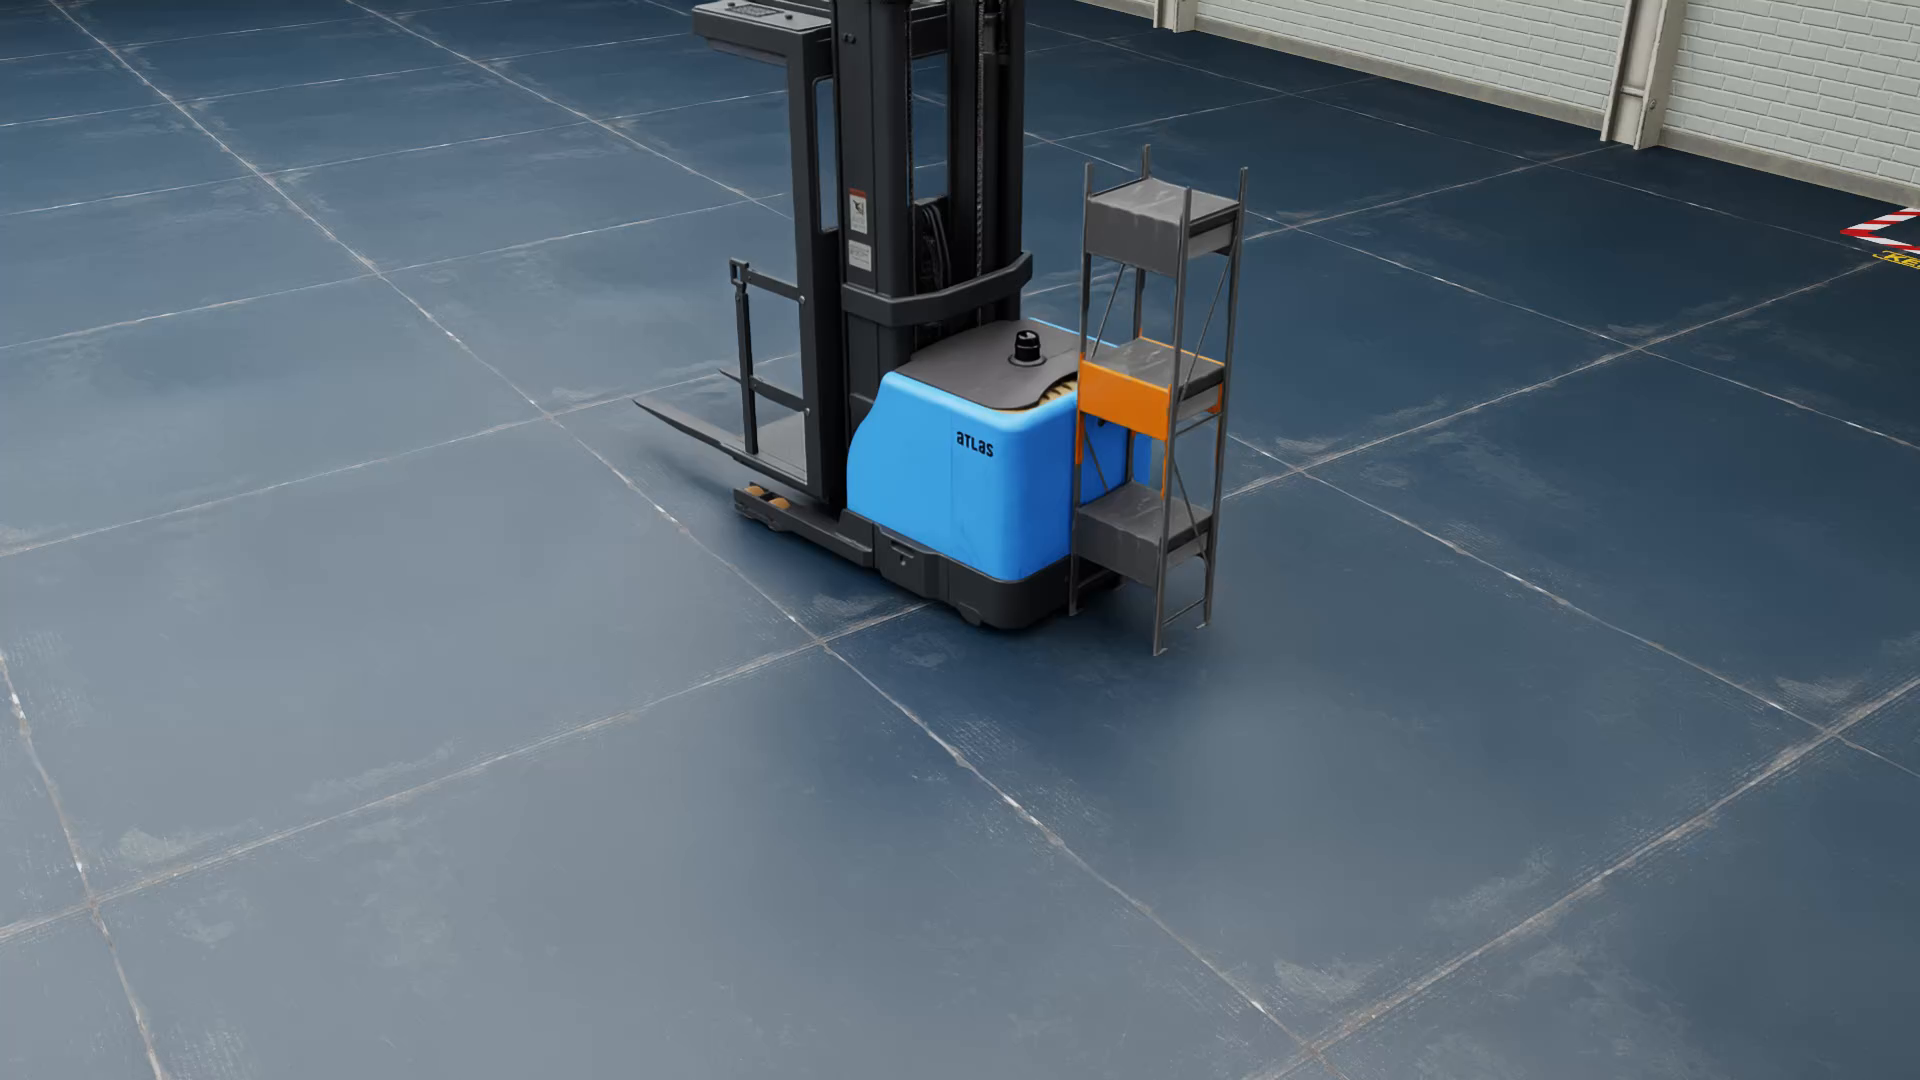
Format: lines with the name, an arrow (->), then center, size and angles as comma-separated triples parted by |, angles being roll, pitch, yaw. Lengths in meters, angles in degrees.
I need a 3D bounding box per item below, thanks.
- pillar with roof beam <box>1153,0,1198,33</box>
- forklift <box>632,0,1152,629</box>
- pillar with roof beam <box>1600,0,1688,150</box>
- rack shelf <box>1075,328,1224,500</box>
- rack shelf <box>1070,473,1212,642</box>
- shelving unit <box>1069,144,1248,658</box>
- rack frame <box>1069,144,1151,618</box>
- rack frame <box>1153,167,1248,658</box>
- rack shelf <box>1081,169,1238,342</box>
pillar with roof beam -> -1.050, -8.624, 14.701 | 9.100, 9.000, 0.400 | -19, 34, -31
forklift -> -0.503, -1.490, 7.922 | 3.031, 2.935, 1.130 | 25, 37, 38
pillar with roof beam -> 2.431, -6.292, 10.406 | 9.100, 9.000, 0.400 | -19, 34, -31
rack shelf -> 0.816, -0.546, 7.083 | 0.480, 0.518, 0.431 | 25, 37, 38
rack shelf -> 0.816, 0.070, 7.417 | 0.480, 0.518, 0.431 | 25, 37, 38
shelving unit -> 0.816, -0.558, 7.077 | 0.503, 2.100, 0.431 | 25, 37, 38
rack frame -> 0.641, -0.638, 7.226 | 0.015, 2.100, 0.400 | 25, 37, 38
rack frame -> 0.992, -0.477, 6.928 | 0.015, 2.100, 0.400 | 25, 37, 38
rack shelf -> 0.816, -1.161, 6.749 | 0.480, 0.518, 0.431 | 25, 37, 38
